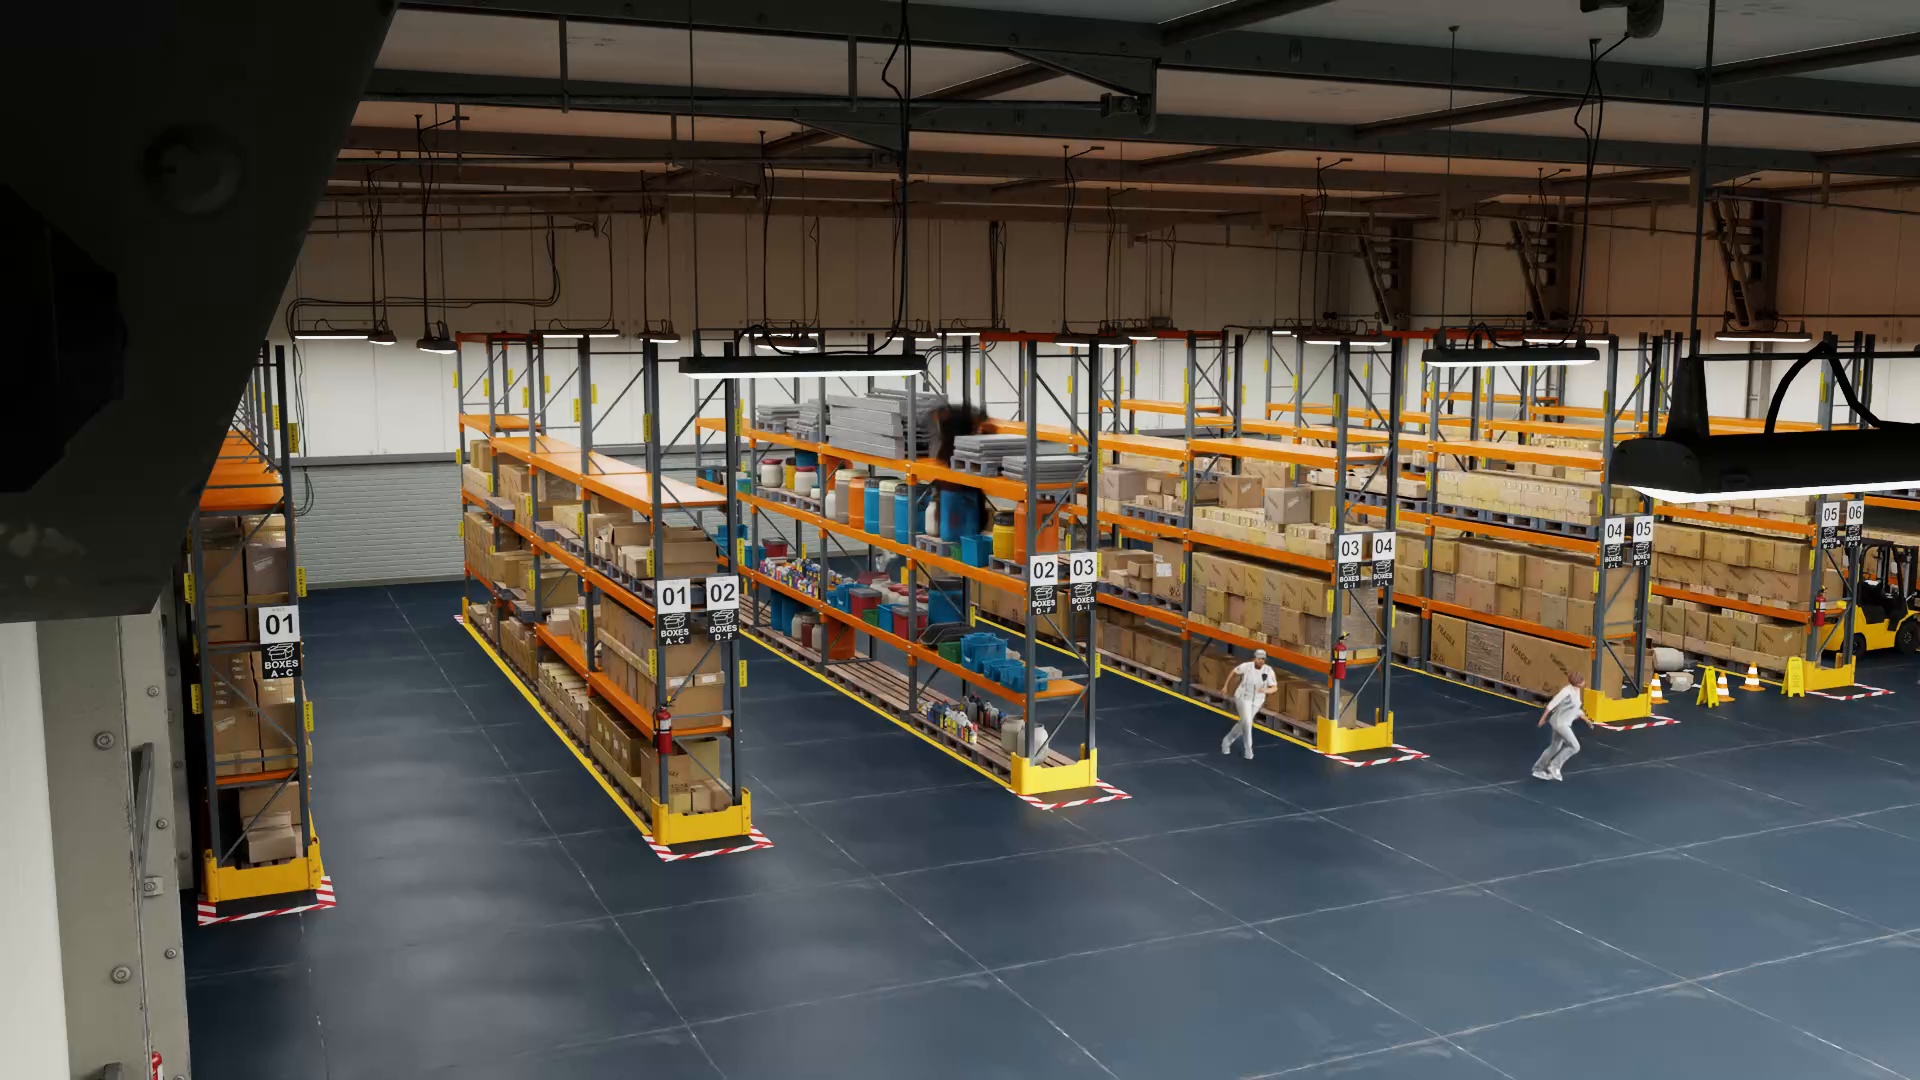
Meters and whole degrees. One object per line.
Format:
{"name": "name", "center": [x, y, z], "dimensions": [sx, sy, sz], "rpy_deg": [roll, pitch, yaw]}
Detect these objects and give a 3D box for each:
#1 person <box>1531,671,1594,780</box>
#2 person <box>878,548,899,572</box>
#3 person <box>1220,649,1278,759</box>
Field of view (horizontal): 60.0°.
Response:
{"name": "person", "center": [8.226, 2.538, 22.657], "dimensions": [0.745, 1.494, 0.476], "rpy_deg": [4, 9, 29]}
{"name": "person", "center": [-1.662, 0.106, 40.734], "dimensions": [0.787, 1.501, 0.596], "rpy_deg": [5, 9, 33]}
{"name": "person", "center": [4.158, 2.322, 23.926], "dimensions": [0.725, 1.567, 0.680], "rpy_deg": [-2, 8, -11]}
